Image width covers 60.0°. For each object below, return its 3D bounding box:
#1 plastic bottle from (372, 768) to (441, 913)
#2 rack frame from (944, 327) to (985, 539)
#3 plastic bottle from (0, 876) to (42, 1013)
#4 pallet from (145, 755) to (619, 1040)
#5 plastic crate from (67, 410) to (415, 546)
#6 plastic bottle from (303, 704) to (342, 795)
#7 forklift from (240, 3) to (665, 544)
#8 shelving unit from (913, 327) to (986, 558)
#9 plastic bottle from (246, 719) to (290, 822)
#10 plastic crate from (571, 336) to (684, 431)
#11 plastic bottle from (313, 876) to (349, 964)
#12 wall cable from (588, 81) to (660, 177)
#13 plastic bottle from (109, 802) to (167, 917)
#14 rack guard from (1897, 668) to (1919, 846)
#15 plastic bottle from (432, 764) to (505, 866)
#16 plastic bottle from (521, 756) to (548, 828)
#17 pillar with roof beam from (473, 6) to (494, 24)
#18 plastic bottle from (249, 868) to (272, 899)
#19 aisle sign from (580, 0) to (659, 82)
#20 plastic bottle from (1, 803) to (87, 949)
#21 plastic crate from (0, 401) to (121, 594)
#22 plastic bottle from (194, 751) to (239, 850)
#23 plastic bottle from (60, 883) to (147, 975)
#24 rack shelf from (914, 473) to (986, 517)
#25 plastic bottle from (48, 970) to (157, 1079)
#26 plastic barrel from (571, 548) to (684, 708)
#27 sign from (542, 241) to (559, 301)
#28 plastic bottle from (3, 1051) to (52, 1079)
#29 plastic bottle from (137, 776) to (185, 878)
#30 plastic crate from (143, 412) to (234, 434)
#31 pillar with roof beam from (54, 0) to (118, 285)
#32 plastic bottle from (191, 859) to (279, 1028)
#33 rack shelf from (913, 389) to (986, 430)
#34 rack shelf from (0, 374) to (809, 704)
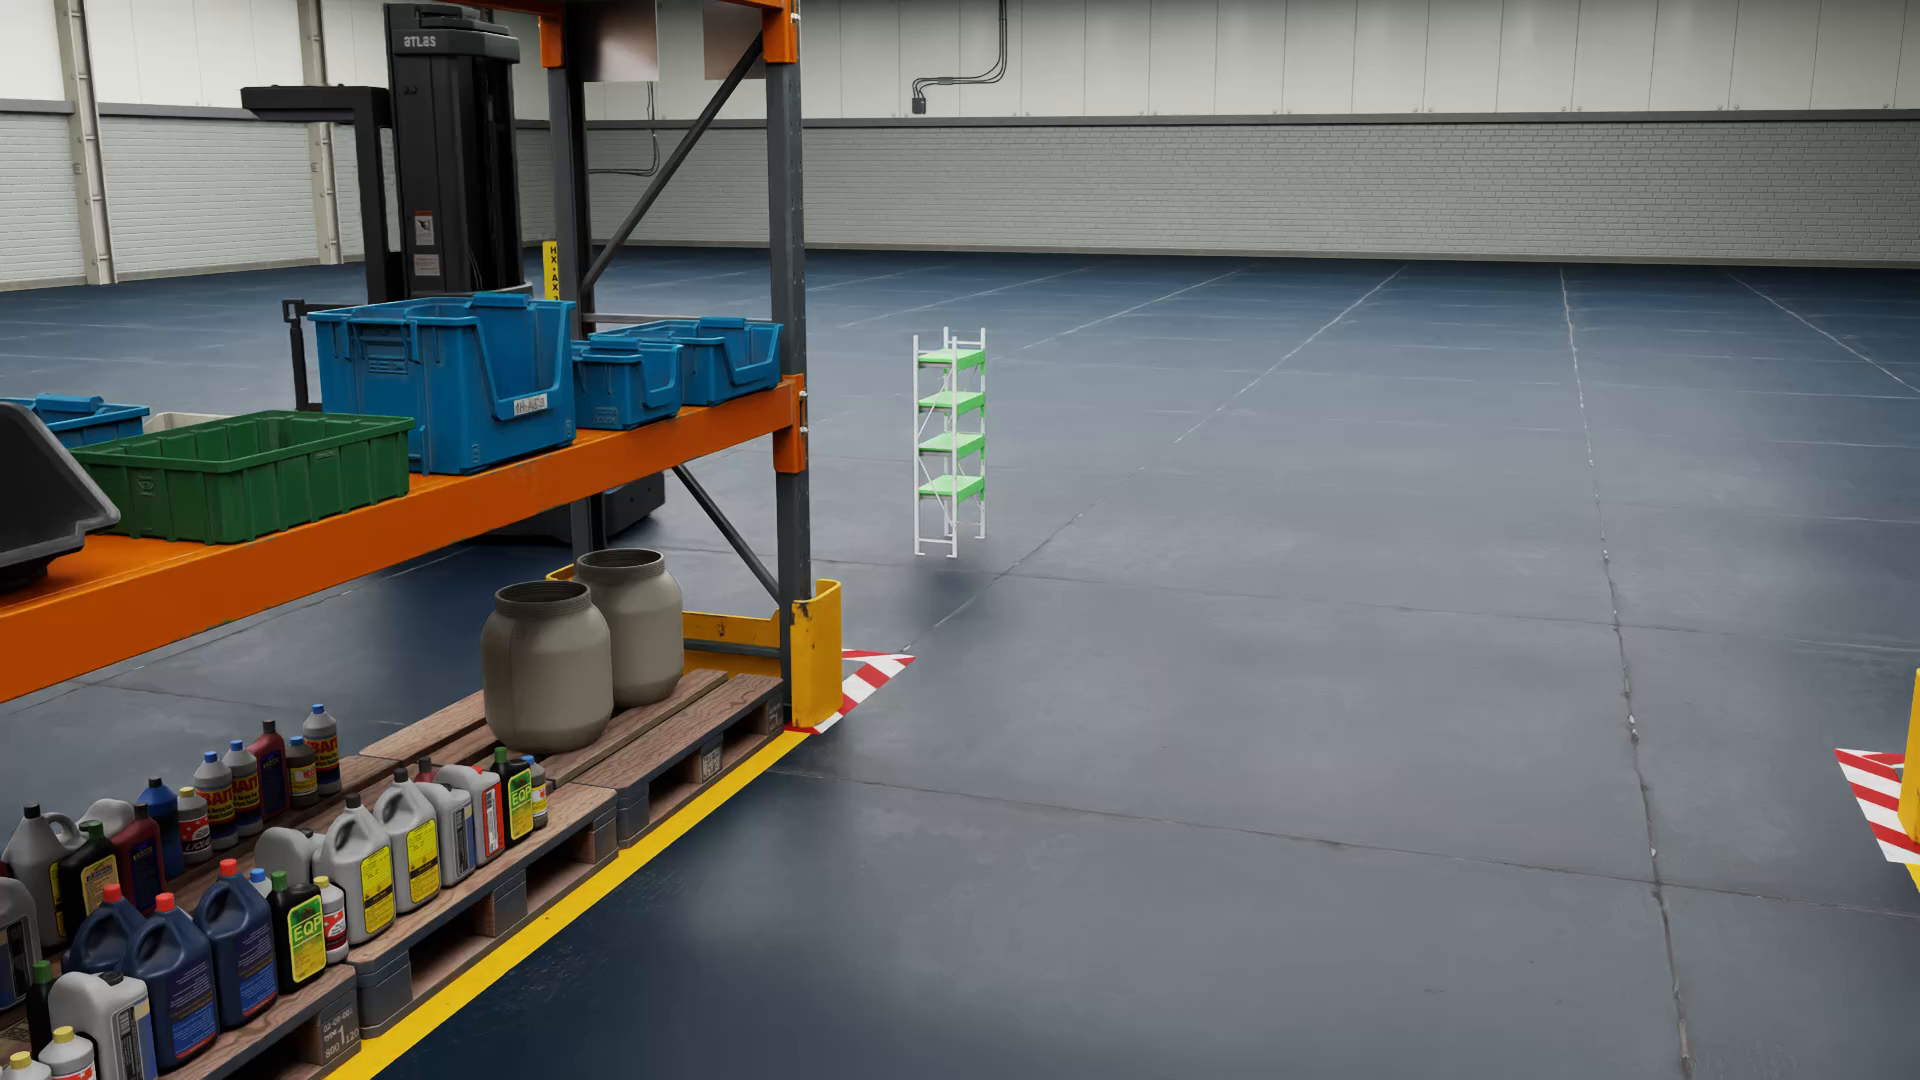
[{"bbox_3d":[-1.458,0.772,4.327,0.144,0.351,0.185,5,14,21],"label":"plastic bottle"},{"bbox_3d":[0.025,-0.601,9.427,0.240,1.200,0.015,4,14,18],"label":"rack frame"},{"bbox_3d":[-2.225,0.926,3.823,0.152,0.276,0.135,4,14,18],"label":"plastic bottle"},{"bbox_3d":[-1.721,0.967,4.776,1.003,0.211,1.213,4,14,18],"label":"pallet"},{"bbox_3d":[-1.665,-0.158,3.917,0.450,0.188,0.662,4,14,18],"label":"plastic crate"},{"bbox_3d":[-1.958,0.637,5.100,0.097,0.271,0.097,0,13,0],"label":"plastic bottle"},{"bbox_3d":[-3.362,-1.538,9.639,3.031,2.935,1.130,2,13,8],"label":"forklift"},{"bbox_3d":[-0.054,-0.550,9.202,0.258,1.200,0.503,4,14,18],"label":"shelving unit"},{"bbox_3d":[-2.049,0.677,4.896,0.061,0.283,0.133,5,14,19],"label":"plastic bottle"},{"bbox_3d":[-1.171,-0.503,5.283,0.499,0.251,0.408,4,14,18],"label":"plastic crate"},{"bbox_3d":[-1.542,0.916,4.034,0.097,0.201,0.097,0,13,0],"label":"plastic bottle"},{"bbox_3d":[-9.005,-10.436,41.966,3.097,2.526,0.112,4,14,18],"label":"wall cable"},{"bbox_3d":[-2.111,0.823,4.259,0.061,0.283,0.133,4,14,18],"label":"plastic bottle"},{"bbox_3d":[3.617,0.733,5.154,1.175,0.500,0.348,4,14,18],"label":"rack guard"},{"bbox_3d":[-1.363,0.744,4.618,0.152,0.276,0.135,4,14,19],"label":"plastic bottle"},{"bbox_3d":[-1.256,0.730,4.850,0.097,0.201,0.097,0,13,0],"label":"plastic bottle"},{"bbox_3d":[-7.136,-11.115,37.962,9.100,9.000,0.400,4,14,18],"label":"pillar with roof beam"},{"bbox_3d":[-1.644,0.906,3.920,0.097,0.271,0.097,0,13,0],"label":"plastic bottle"},{"bbox_3d":[-1.331,-2.142,6.289,0.394,0.787,0.004,4,14,18],"label":"aisle sign"},{"bbox_3d":[-2.269,0.816,4.136,0.144,0.351,0.185,4,14,18],"label":"plastic bottle"},{"bbox_3d":[-2.081,-0.067,3.180,0.767,0.338,0.504,4,14,18],"label":"plastic crate"},{"bbox_3d":[-2.101,0.730,4.692,0.097,0.271,0.097,0,13,0],"label":"plastic bottle"},{"bbox_3d":[-1.853,0.930,3.635,0.144,0.351,0.185,4,14,18],"label":"plastic bottle"},{"bbox_3d":[-0.054,-0.254,9.269,0.258,0.148,0.480,4,14,18],"label":"rack shelf"},{"bbox_3d":[-1.774,1.012,3.447,0.152,0.276,0.135,5,14,20],"label":"plastic bottle"},{"bbox_3d":[-1.217,0.314,6.019,0.421,0.512,0.421,0,13,0],"label":"plastic barrel"},{"bbox_3d":[-1.596,-1.014,6.567,0.100,0.325,0.005,4,14,18],"label":"sign"},{"bbox_3d":[-1.820,1.097,3.242,0.097,0.201,0.097,0,13,0],"label":"plastic bottle"},{"bbox_3d":[-2.167,0.773,4.505,0.097,0.271,0.097,0,13,0],"label":"plastic bottle"},{"bbox_3d":[-2.085,-0.228,4.337,0.530,0.136,0.437,4,14,18],"label":"plastic crate"},{"bbox_3d":[-11.019,-8.588,26.892,9.100,9.000,0.400,4,14,18],"label":"pillar with roof beam"},{"bbox_3d":[-1.656,0.901,3.764,0.144,0.351,0.185,4,13,16],"label":"plastic bottle"},{"bbox_3d":[-0.054,-0.722,9.163,0.258,0.148,0.480,4,14,18],"label":"rack shelf"},{"bbox_3d":[-1.724,-0.066,4.655,1.077,0.370,4.000,4,14,18],"label":"rack shelf"}]
